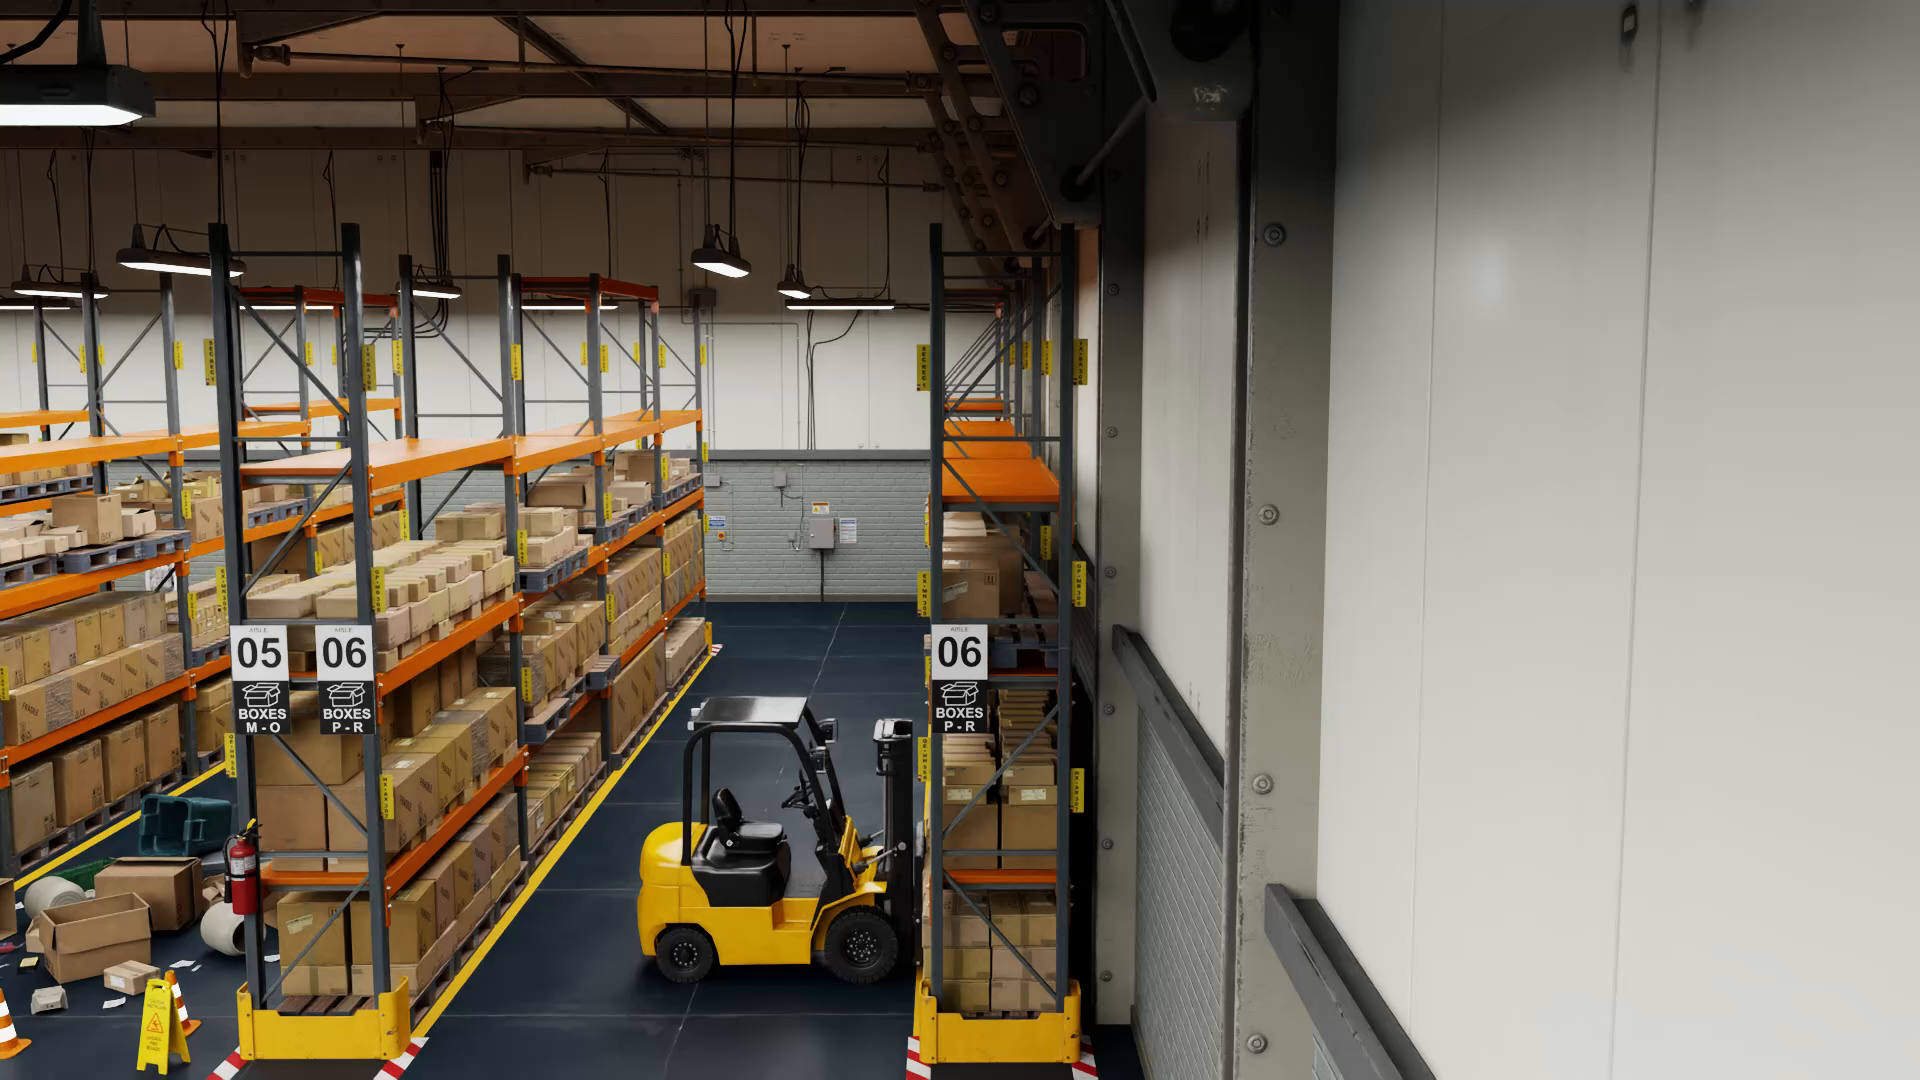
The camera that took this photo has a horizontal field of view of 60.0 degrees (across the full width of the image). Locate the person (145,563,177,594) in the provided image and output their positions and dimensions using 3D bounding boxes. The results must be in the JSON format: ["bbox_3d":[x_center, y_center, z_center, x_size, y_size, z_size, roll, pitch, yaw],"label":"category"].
[{"bbox_3d":[-14.360,0.848,29.931,0.522,1.610,1.081,-4,8,-34],"label":"person"}]
